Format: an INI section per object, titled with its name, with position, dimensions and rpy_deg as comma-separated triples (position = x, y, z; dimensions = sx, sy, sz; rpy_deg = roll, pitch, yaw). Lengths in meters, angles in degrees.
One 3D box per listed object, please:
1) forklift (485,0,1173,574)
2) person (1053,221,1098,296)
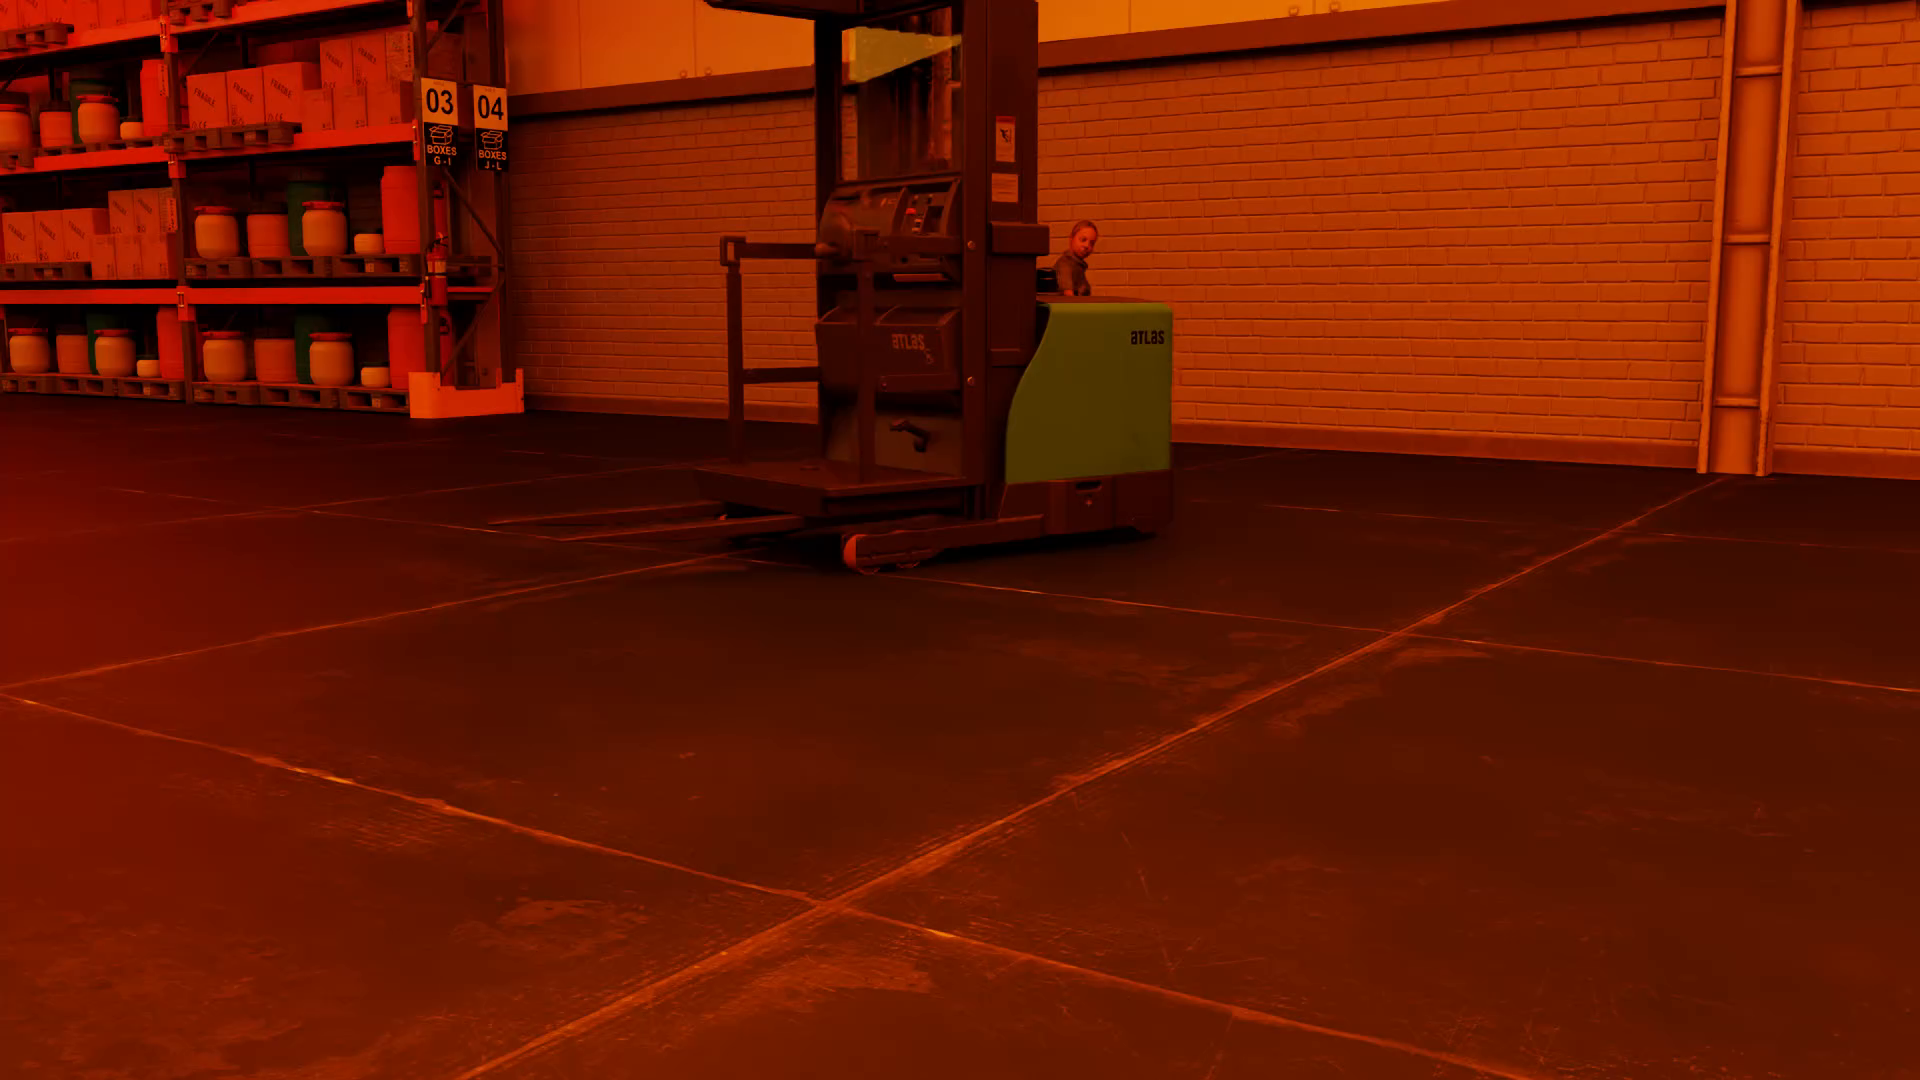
[forklift]
position = -0.475, -1.397, 7.017
dimensions = 3.031, 2.935, 1.130
rpy_deg = -6, 10, -38
[person]
position = 0.783, -1.194, 10.476
dimensions = 0.554, 1.611, 0.691
rpy_deg = -1, 8, -4
